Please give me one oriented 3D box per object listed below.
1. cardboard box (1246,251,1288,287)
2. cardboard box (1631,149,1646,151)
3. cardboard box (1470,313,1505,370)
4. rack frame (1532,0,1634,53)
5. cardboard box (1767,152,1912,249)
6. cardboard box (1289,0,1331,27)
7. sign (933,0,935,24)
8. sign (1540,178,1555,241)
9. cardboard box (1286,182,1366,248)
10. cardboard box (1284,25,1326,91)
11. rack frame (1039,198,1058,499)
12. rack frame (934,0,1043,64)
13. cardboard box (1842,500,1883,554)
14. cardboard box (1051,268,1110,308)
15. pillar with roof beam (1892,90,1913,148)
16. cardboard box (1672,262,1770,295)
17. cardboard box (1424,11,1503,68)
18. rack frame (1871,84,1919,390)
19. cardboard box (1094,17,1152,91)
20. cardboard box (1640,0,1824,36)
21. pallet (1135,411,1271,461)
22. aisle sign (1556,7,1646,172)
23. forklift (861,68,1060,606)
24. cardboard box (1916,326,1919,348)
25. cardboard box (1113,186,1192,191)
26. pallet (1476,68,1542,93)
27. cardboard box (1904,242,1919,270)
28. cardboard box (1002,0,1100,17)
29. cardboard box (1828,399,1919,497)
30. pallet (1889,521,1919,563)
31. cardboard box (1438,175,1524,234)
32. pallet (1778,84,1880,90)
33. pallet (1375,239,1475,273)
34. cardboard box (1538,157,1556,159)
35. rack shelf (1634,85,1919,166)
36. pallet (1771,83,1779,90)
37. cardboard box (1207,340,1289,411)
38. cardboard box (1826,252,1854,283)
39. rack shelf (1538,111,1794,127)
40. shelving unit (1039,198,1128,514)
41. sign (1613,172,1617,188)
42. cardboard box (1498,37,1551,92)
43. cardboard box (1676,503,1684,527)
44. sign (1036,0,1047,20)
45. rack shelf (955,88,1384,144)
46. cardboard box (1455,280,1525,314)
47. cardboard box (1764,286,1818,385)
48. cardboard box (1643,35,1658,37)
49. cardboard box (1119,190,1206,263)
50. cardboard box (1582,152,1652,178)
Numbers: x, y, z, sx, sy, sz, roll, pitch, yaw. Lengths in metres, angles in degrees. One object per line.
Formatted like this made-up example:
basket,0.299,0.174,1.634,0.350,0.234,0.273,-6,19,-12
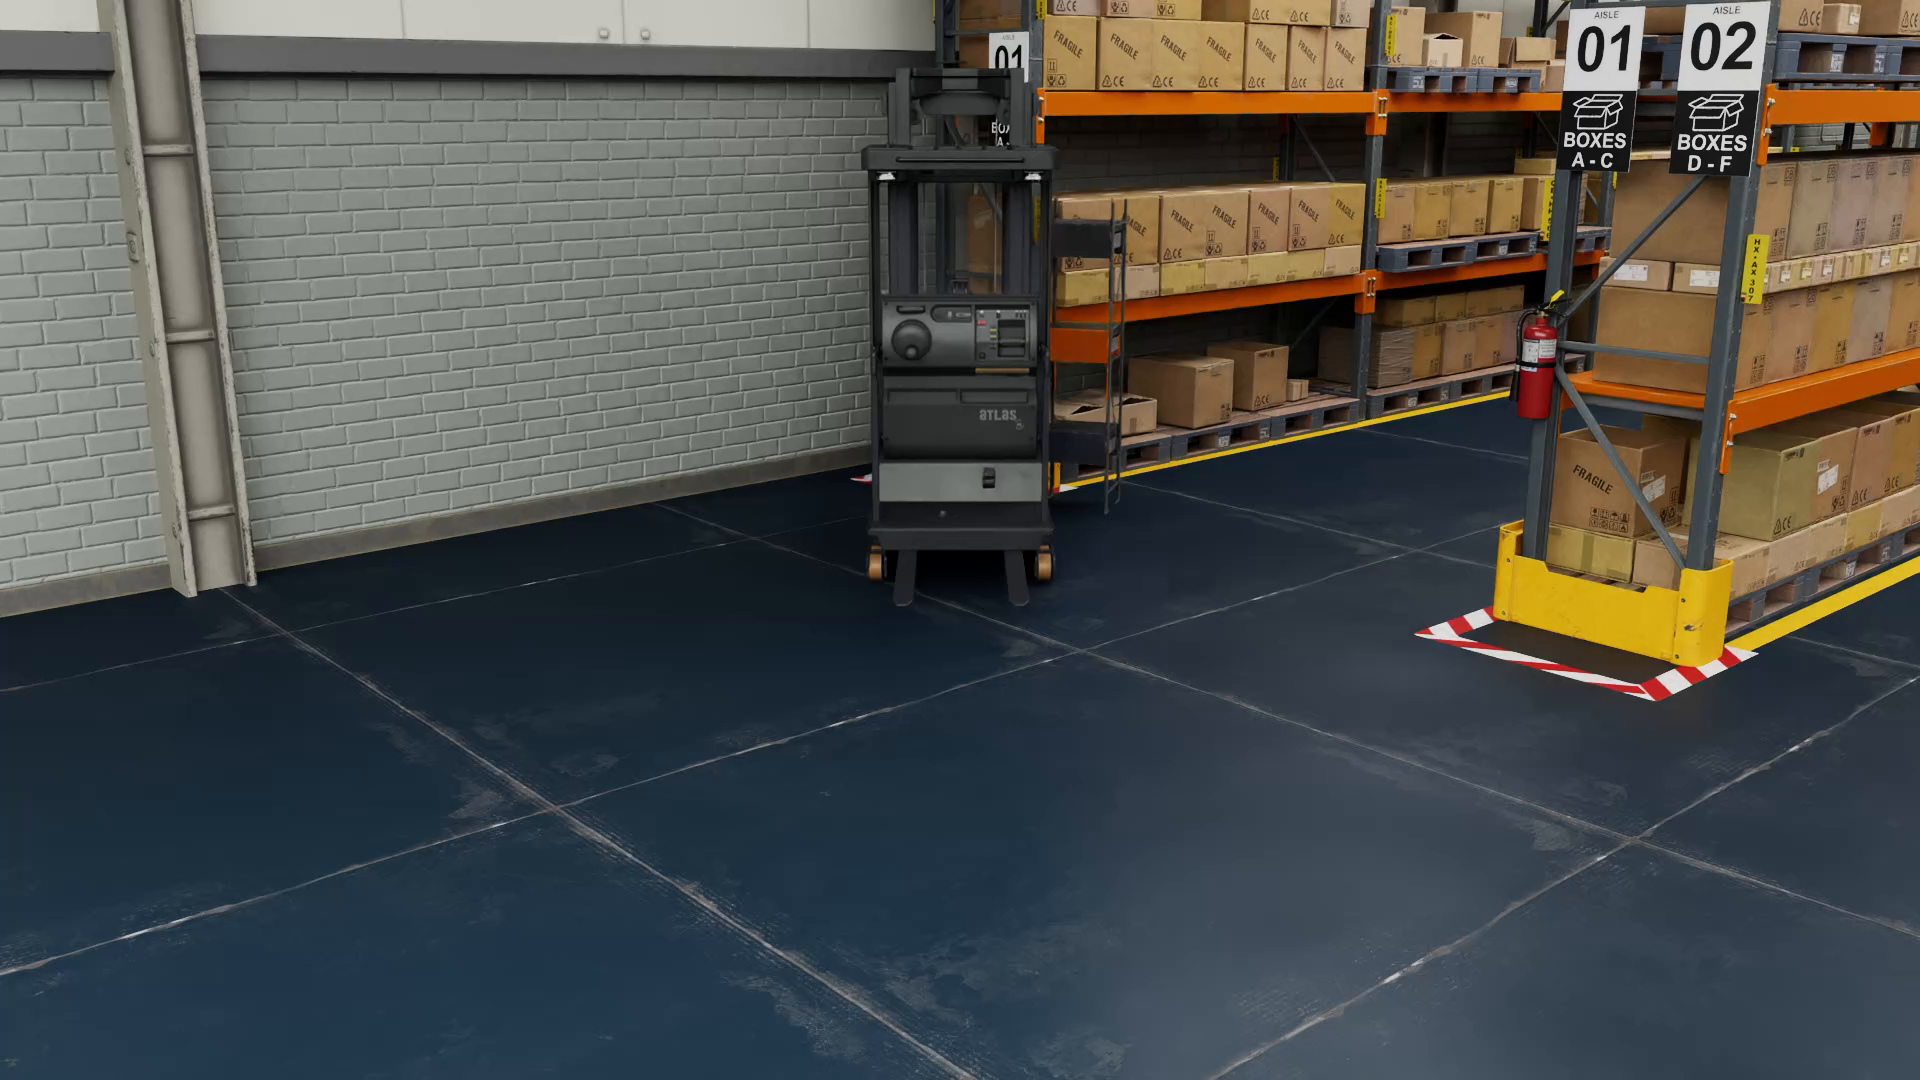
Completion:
cardboard box,2.300,-2.218,13.493,0.500,0.250,0.500,-13,20,-40
cardboard box,7.180,-4.133,18.149,0.500,0.250,0.500,-13,20,-41
cardboard box,4.896,-1.987,16.368,0.500,0.500,0.700,-13,20,-40
rack frame,6.226,-6.167,16.400,0.127,3.000,1.000,-13,19,-39
cardboard box,4.997,-1.971,9.608,0.500,0.500,0.700,-13,19,-39
cardboard box,2.600,-4.348,13.233,0.500,0.500,0.500,-11,19,-36
sign,-0.158,-3.902,12.016,0.005,0.325,0.100,-13,19,-39
sign,3.100,-1.731,8.717,0.005,0.325,0.100,-13,19,-39
cardboard box,3.055,-2.750,14.032,0.500,0.500,0.500,-13,20,-39
cardboard box,2.600,-3.881,13.423,0.500,0.500,0.500,14,20,42
rack frame,0.599,-1.281,11.475,0.015,2.100,0.400,5,16,18
rack frame,0.191,-4.812,11.326,0.127,3.000,1.000,-13,19,-39
cardboard box,5.129,-0.125,9.921,0.500,0.250,0.500,-13,19,-39
cardboard box,0.768,-1.871,12.195,0.500,0.250,0.500,-13,20,-41
pillar with roof beam,16.556,-7.310,20.679,0.400,9.000,9.100,-13,19,-39
cardboard box,3.883,-1.336,8.488,0.250,0.149,0.380,-13,20,-40
cardboard box,4.604,-4.577,15.254,0.500,0.500,0.500,-14,20,-41
rack frame,6.463,-1.627,11.029,0.127,3.000,1.000,-13,19,-39
cardboard box,1.036,-3.513,12.043,0.500,0.500,0.500,-11,19,-36
cardboard box,3.882,-2.816,8.381,0.637,0.503,0.797,-11,18,-36
pallet,1.804,-0.915,13.768,1.213,0.211,1.003,-13,19,-39
aisle sign,3.203,-2.252,8.330,0.004,0.787,0.394,-13,19,-39
forklift,0.001,-1.254,9.764,1.130,2.935,3.031,0,15,0
cardboard box,5.739,-1.509,10.391,0.500,0.500,0.700,-13,20,-40
cardboard box,1.560,-2.591,13.437,0.500,0.500,0.500,-12,19,-39
pallet,4.525,-4.210,15.248,1.003,0.211,1.213,-13,19,-39
cardboard box,5.440,-1.686,9.800,0.250,0.149,0.380,-12,19,-38
cardboard box,0.641,-3.922,11.636,0.500,0.500,0.500,14,21,43
cardboard box,5.497,-0.575,10.151,0.500,0.500,0.500,-13,19,-39
pallet,5.836,-0.154,10.915,1.213,0.211,1.003,-13,19,-39
cardboard box,4.953,-3.232,15.993,0.500,0.500,0.700,-13,19,-39
pallet,10.788,-5.695,20.616,1.213,0.211,1.003,-13,19,-39
pallet,3.881,-2.599,15.041,1.213,0.211,1.003,-13,19,-39
cardboard box,5.986,-3.779,16.780,0.380,0.149,0.250,13,20,40
rack shelf,4.954,-2.390,9.467,4.000,0.370,1.077,-13,19,-39
pallet,8.584,-5.138,18.731,1.217,0.209,0.805,-14,20,-42
cardboard box,2.452,-1.412,14.216,0.500,0.500,0.500,14,21,43
cardboard box,4.661,-1.511,9.144,0.250,0.149,0.380,-14,20,-41
rack shelf,7.735,-4.709,18.148,4.000,0.370,1.077,-13,19,-39
shelving unit,0.830,-1.261,11.401,0.503,2.100,0.431,5,16,18
sign,6.590,-3.686,16.646,0.005,0.325,0.100,-13,19,-39
cardboard box,5.187,-4.576,16.017,0.637,0.503,0.797,-9,18,-32
cardboard box,4.026,-0.059,9.675,0.500,0.250,0.500,-13,19,-39
sign,0.547,-3.679,11.205,0.005,0.325,0.100,-13,19,-39
rack shelf,1.700,-3.354,13.075,4.000,0.370,1.077,-13,19,-39
cardboard box,5.246,-2.419,16.533,0.500,0.250,0.500,-12,19,-38
cardboard box,4.199,-1.164,9.103,0.500,0.500,0.700,-12,19,-38
cardboard box,6.919,-5.172,17.441,0.500,0.500,0.700,-14,20,-42
cardboard box,1.522,-2.403,12.734,0.500,0.500,0.500,-13,20,-41
cardboard box,6.760,-3.864,17.142,0.500,0.250,0.500,-12,19,-38
